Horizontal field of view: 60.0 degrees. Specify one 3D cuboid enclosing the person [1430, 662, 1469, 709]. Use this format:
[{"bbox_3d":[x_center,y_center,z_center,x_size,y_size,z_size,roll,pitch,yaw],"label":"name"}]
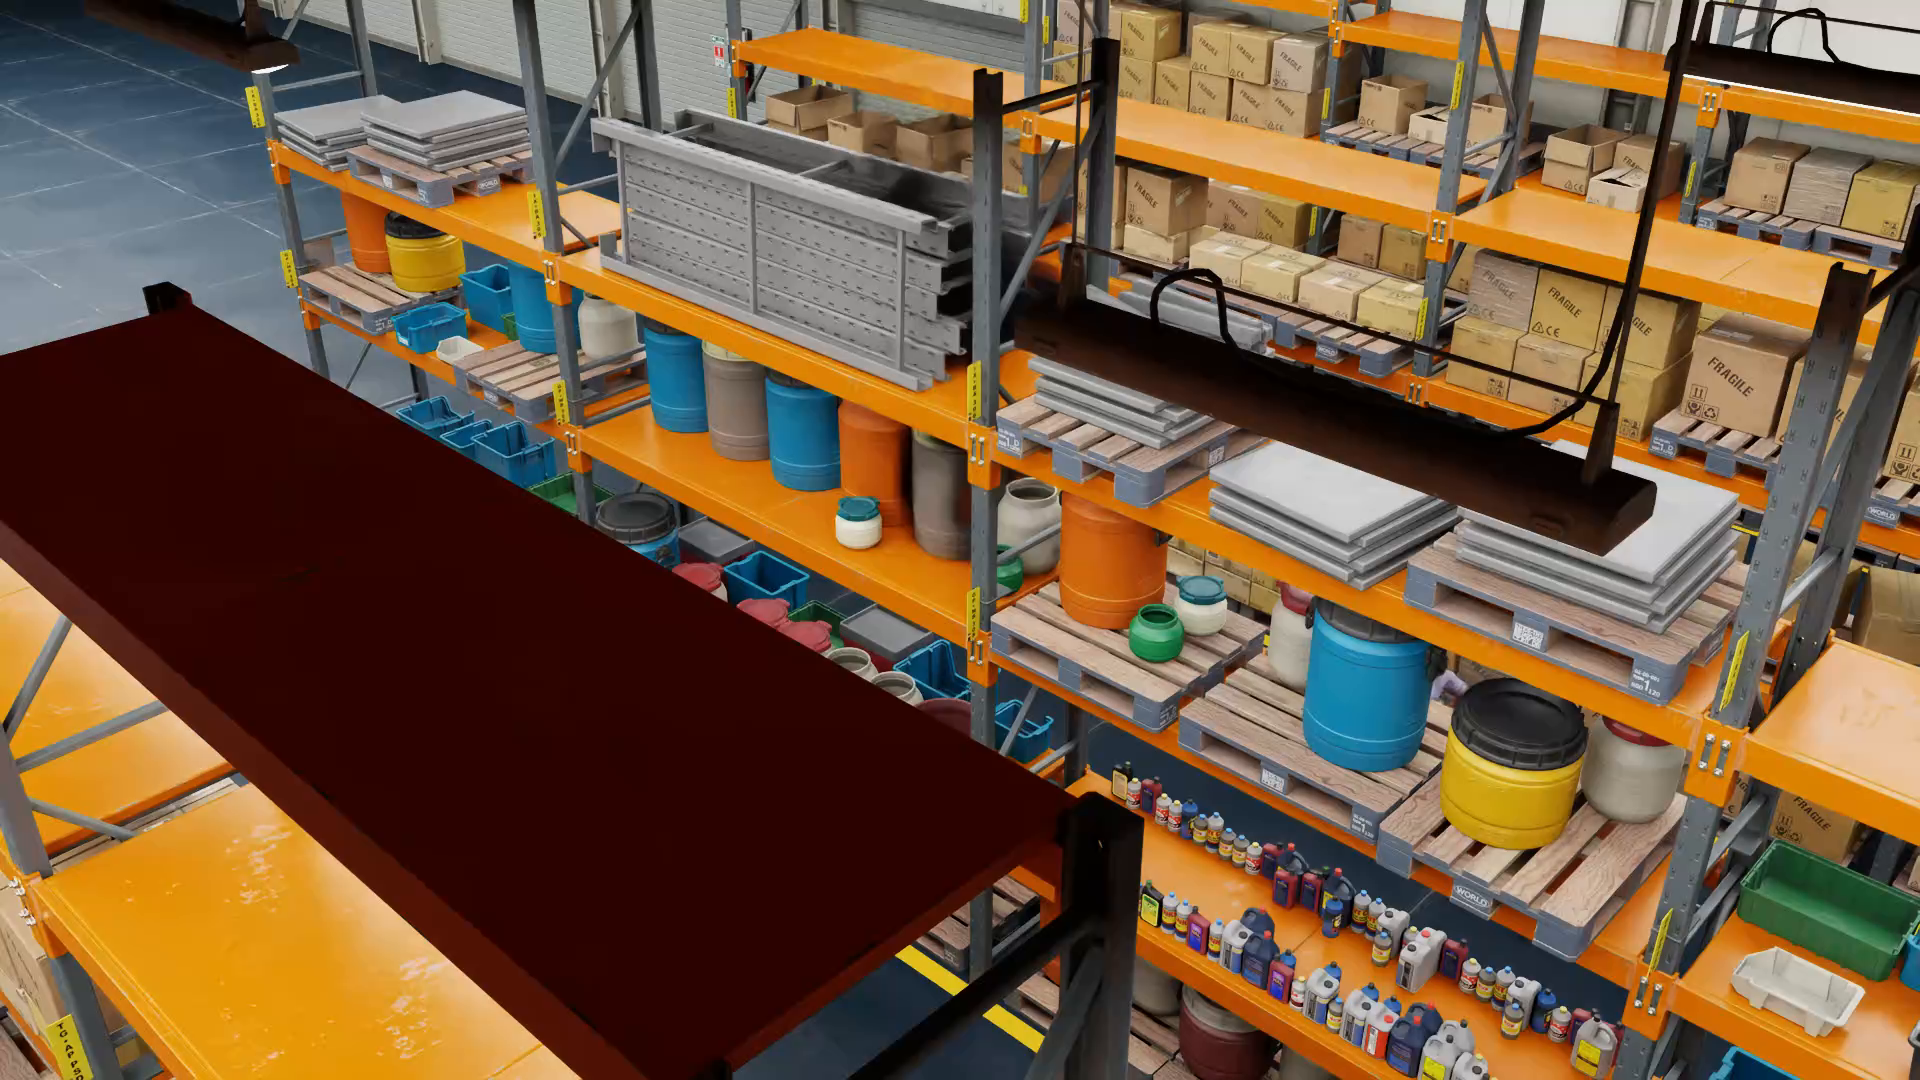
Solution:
[{"bbox_3d":[3.149,1.460,11.508,0.750,1.720,0.580,17,34,28],"label":"person"}]
